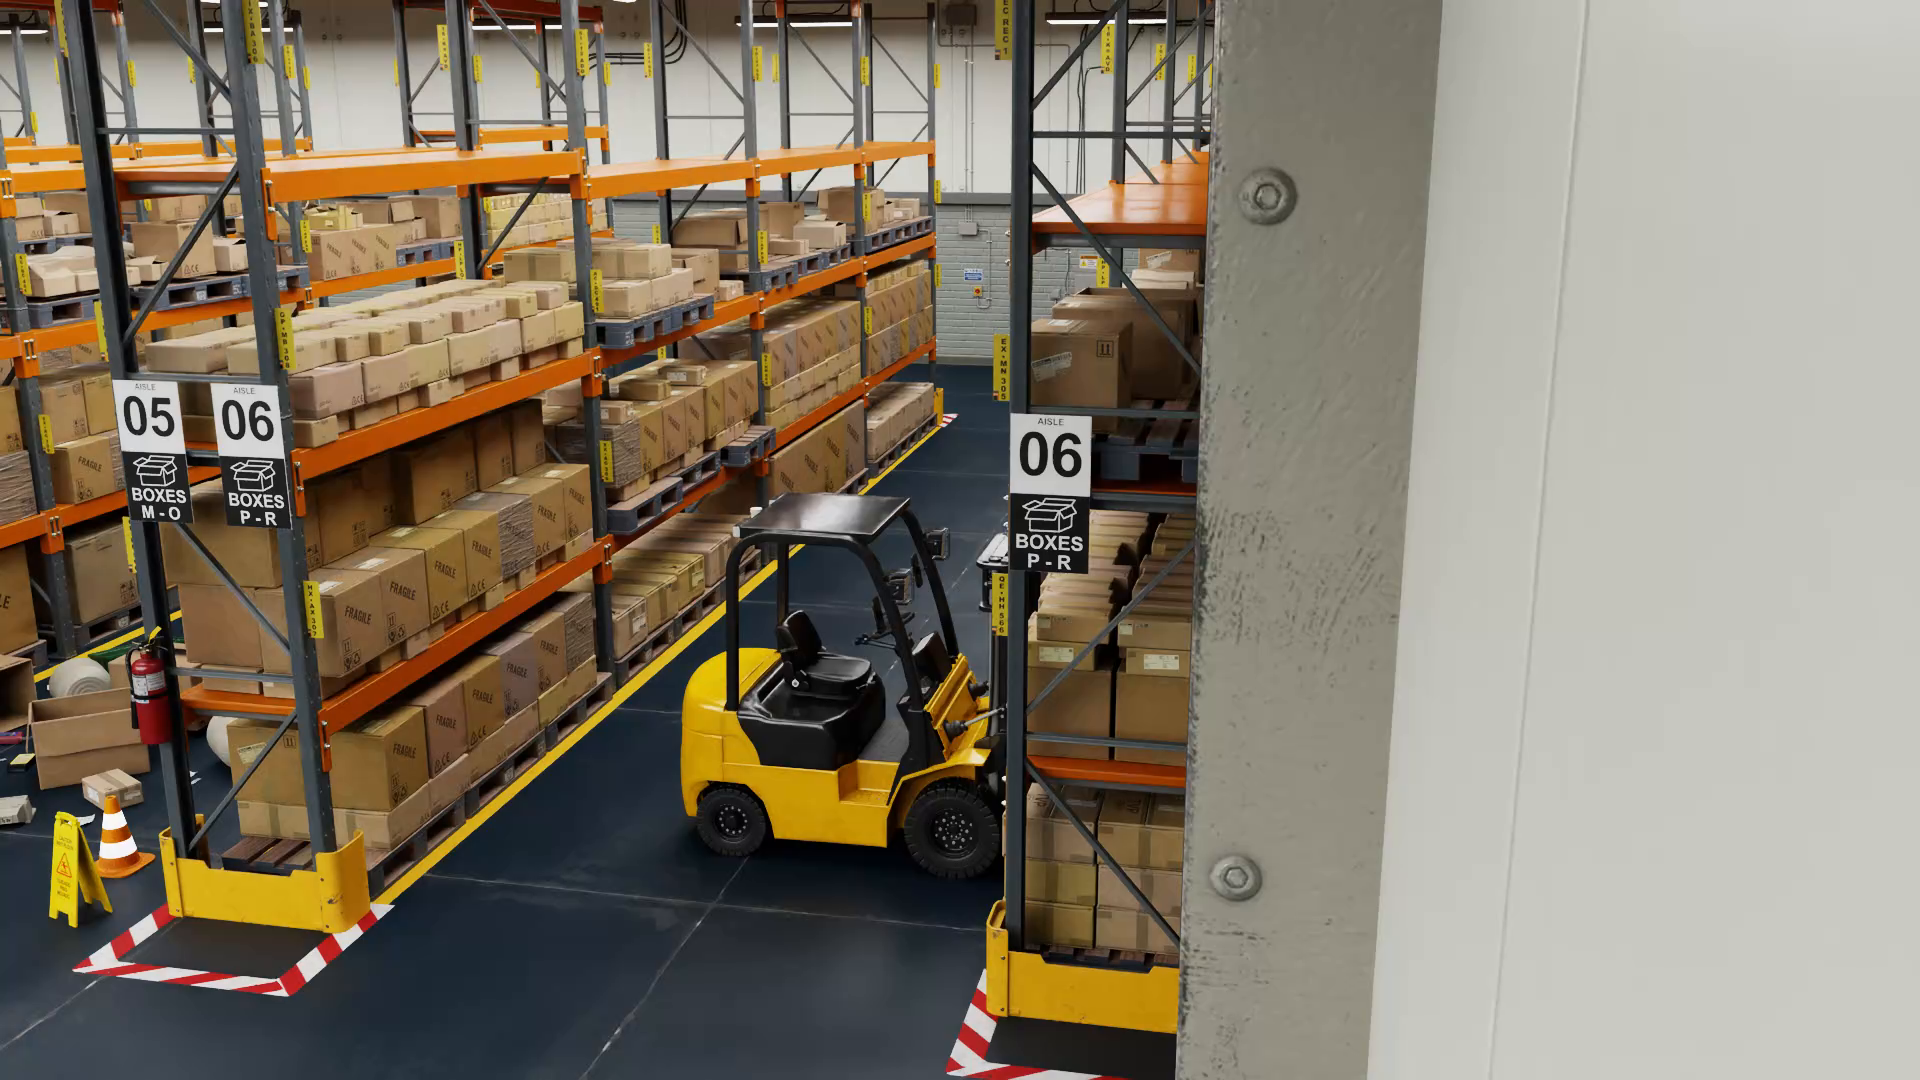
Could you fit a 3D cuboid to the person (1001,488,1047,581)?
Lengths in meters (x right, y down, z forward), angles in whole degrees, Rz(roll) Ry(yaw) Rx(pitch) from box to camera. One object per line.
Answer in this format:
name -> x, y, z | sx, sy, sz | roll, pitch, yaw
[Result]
person -> 0.590, 0.049, 14.840 | 0.530, 1.653, 0.352 | 2, 15, 6
